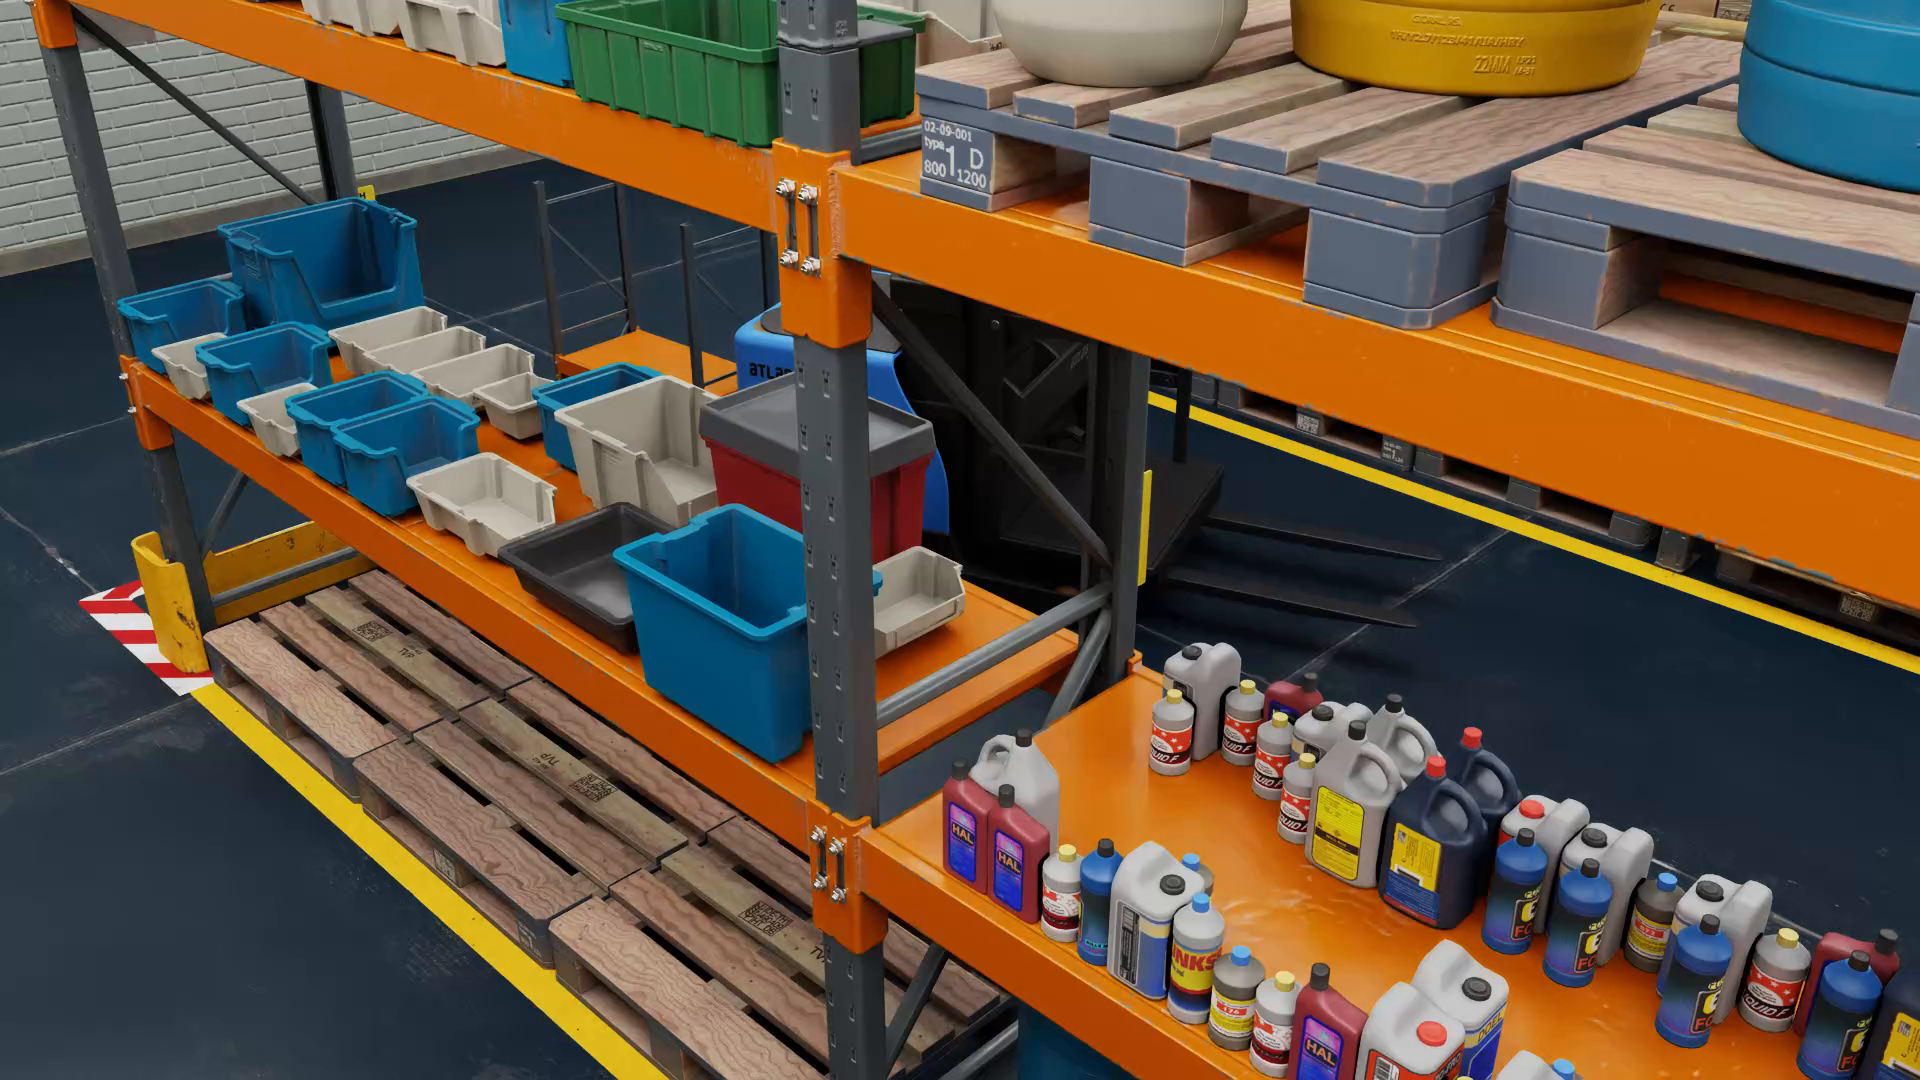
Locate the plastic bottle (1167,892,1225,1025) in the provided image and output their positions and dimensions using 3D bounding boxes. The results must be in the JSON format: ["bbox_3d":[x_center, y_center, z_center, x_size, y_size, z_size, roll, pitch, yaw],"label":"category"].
[{"bbox_3d":[0.451,0.788,3.167,0.097,0.271,0.097,0,28,0],"label":"plastic bottle"}]

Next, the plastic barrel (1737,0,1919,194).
[{"bbox_3d":[1.388,-0.942,2.106,0.708,0.901,0.600,25,36,38],"label":"plastic barrel"}]

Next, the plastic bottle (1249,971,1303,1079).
[{"bbox_3d":[0.590,0.882,3.063,0.097,0.201,0.097,0,28,0],"label":"plastic bottle"}]

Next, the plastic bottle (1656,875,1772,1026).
[{"bbox_3d":[1.452,0.767,3.202,0.135,0.276,0.152,25,36,38],"label":"plastic bottle"}]

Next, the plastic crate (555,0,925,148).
[{"bbox_3d":[-0.451,-0.985,3.404,0.662,0.188,0.450,25,36,38],"label":"plastic crate"}]

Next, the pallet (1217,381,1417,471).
[{"bbox_3d":[2.174,-0.795,9.035,1.213,0.211,1.003,25,36,38],"label":"pallet"}]

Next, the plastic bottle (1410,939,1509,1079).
[{"bbox_3d":[0.893,0.871,3.004,0.135,0.276,0.152,25,36,38],"label":"plastic bottle"}]

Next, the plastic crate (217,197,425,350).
[{"bbox_3d":[-2.419,-1.013,6.351,0.499,0.435,0.616,25,36,38],"label":"plastic crate"}]

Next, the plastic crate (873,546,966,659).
[{"bbox_3d":[-0.168,0.178,4.408,0.243,0.136,0.396,25,36,38],"label":"plastic crate"}]

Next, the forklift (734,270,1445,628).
[{"bbox_3d":[0.569,-1.180,6.845,3.031,2.935,1.130,12,30,21],"label":"forklift"}]

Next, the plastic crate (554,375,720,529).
[{"bbox_3d":[-0.896,-0.246,5.059,0.530,0.282,0.437,25,36,38],"label":"plastic crate"}]

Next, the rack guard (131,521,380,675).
[{"bbox_3d":[-2.815,0.085,7.052,0.348,0.500,1.175,25,36,38],"label":"rack guard"}]

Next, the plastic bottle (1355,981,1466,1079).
[{"bbox_3d":[0.787,0.922,2.908,0.135,0.276,0.152,25,36,38],"label":"plastic bottle"}]

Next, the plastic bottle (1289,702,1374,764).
[{"bbox_3d":[0.831,0.482,3.743,0.135,0.276,0.152,25,36,38],"label":"plastic bottle"}]

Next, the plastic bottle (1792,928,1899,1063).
[{"bbox_3d":[1.649,0.824,3.086,0.133,0.283,0.061,25,36,38],"label":"plastic bottle"}]

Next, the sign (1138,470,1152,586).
[{"bbox_3d":[0.450,-0.017,4.263,0.005,0.325,0.100,25,36,38],"label":"sign"}]

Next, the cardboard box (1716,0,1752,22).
[{"bbox_3d":[5.467,-3.718,11.171,0.500,0.500,0.500,23,36,37],"label":"cardboard box"}]

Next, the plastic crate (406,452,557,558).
[{"bbox_3d":[-1.389,-0.091,4.919,0.466,0.136,0.293,25,36,38],"label":"plastic crate"}]

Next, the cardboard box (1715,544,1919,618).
[{"bbox_3d":[4.006,-0.400,7.119,0.875,0.875,1.225,25,36,39],"label":"cardboard box"}]

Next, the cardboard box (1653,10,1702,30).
[{"bbox_3d":[3.028,-2.158,7.667,0.500,0.500,0.500,25,36,38],"label":"cardboard box"}]

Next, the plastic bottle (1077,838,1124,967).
[{"bbox_3d":[0.285,0.712,3.311,0.097,0.271,0.097,0,28,0],"label":"plastic bottle"}]

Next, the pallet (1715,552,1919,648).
[{"bbox_3d":[4.139,0.104,7.325,1.213,0.211,1.003,25,36,38],"label":"pallet"}]

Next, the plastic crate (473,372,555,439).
[{"bbox_3d":[-1.444,-0.449,5.601,0.250,0.136,0.298,25,36,38],"label":"plastic crate"}]

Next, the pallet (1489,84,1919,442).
[{"bbox_3d":[1.502,-0.365,2.200,1.213,0.211,1.003,25,36,38],"label":"pallet"}]

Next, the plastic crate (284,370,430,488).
[{"bbox_3d":[-1.905,-0.351,5.310,0.300,0.233,0.416,25,36,38],"label":"plastic crate"}]

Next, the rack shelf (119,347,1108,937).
[{"bbox_3d":[-1.363,-0.047,5.390,4.000,0.370,1.077,25,36,38],"label":"rack shelf"}]

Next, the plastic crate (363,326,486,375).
[{"bbox_3d":[-1.884,-0.623,5.930,0.243,0.136,0.396,25,36,38],"label":"plastic crate"}]

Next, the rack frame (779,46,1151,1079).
[{"bbox_3d":[0.063,0.287,3.981,0.127,3.000,1.000,25,36,38],"label":"rack frame"}]

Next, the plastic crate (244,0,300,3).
[{"bbox_3d":[-1.892,-1.729,4.658,0.767,0.338,0.504,25,36,38],"label":"plastic crate"}]

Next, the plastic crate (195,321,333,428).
[{"bbox_3d":[-2.374,-0.566,5.719,0.300,0.233,0.416,25,36,38],"label":"plastic crate"}]

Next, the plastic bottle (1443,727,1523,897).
[{"bbox_3d":[1.080,0.560,3.514,0.185,0.351,0.144,25,36,38],"label":"plastic bottle"}]

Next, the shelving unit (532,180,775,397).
[{"bbox_3d":[-1.417,-0.918,7.884,1.083,1.500,0.587,21,35,35],"label":"shelving unit"}]

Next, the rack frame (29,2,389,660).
[{"bbox_3d":[-2.789,-1.018,6.463,0.127,3.000,1.000,25,36,38],"label":"rack frame"}]

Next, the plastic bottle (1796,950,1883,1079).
[{"bbox_3d":[1.607,0.861,3.028,0.097,0.271,0.097,0,28,0],"label":"plastic bottle"}]

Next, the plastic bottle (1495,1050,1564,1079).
[{"bbox_3d":[0.952,0.997,2.764,0.135,0.276,0.152,25,36,38],"label":"plastic bottle"}]

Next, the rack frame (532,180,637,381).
[{"bbox_3d":[-1.798,-1.068,8.169,0.032,1.500,0.500,21,35,35],"label":"rack frame"}]

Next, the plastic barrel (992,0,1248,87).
[{"bbox_3d":[0.263,-1.032,2.669,0.433,0.535,0.433,0,28,0],"label":"plastic barrel"}]

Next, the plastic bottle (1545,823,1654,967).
[{"bbox_3d":[1.287,0.691,3.346,0.135,0.276,0.152,25,36,38],"label":"plastic bottle"}]

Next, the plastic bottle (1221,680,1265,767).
[{"bbox_3d":[0.673,0.425,3.932,0.097,0.201,0.097,0,28,0],"label":"plastic bottle"}]

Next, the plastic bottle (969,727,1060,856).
[{"bbox_3d":[0.116,0.544,3.545,0.185,0.351,0.144,25,36,38],"label":"plastic bottle"}]

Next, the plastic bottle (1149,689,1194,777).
[{"bbox_3d":[0.497,0.444,3.897,0.097,0.201,0.097,0,28,0],"label":"plastic bottle"}]

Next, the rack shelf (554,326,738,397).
[{"bbox_3d":[-1.410,-0.756,7.962,1.000,0.185,0.538,21,35,35],"label":"rack shelf"}]

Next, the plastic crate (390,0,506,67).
[{"bbox_3d":[-1.110,-1.213,3.893,0.466,0.136,0.293,25,36,38],"label":"plastic crate"}]

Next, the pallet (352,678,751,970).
[{"bbox_3d":[-1.362,0.896,5.819,1.213,0.211,1.003,25,36,38],"label":"pallet"}]

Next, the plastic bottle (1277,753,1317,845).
[{"bbox_3d":[0.757,0.563,3.670,0.097,0.201,0.097,0,28,0],"label":"plastic bottle"}]

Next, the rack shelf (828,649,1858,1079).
[{"bbox_3d":[1.489,1.258,2.907,4.000,0.370,1.077,25,36,38],"label":"rack shelf"}]

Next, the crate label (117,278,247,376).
[{"bbox_3d":[-2.844,-0.781,6.127,0.303,0.233,0.416,25,36,38],"label":"crate label"}]

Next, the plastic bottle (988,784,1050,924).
[{"bbox_3d":[0.121,0.643,3.429,0.133,0.283,0.061,25,36,38],"label":"plastic bottle"}]

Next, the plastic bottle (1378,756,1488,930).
[{"bbox_3d":[0.979,0.608,3.423,0.185,0.351,0.144,25,36,38],"label":"plastic bottle"}]

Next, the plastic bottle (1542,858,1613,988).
[{"bbox_3d":[1.213,0.740,3.257,0.097,0.271,0.097,0,28,0],"label":"plastic bottle"}]
